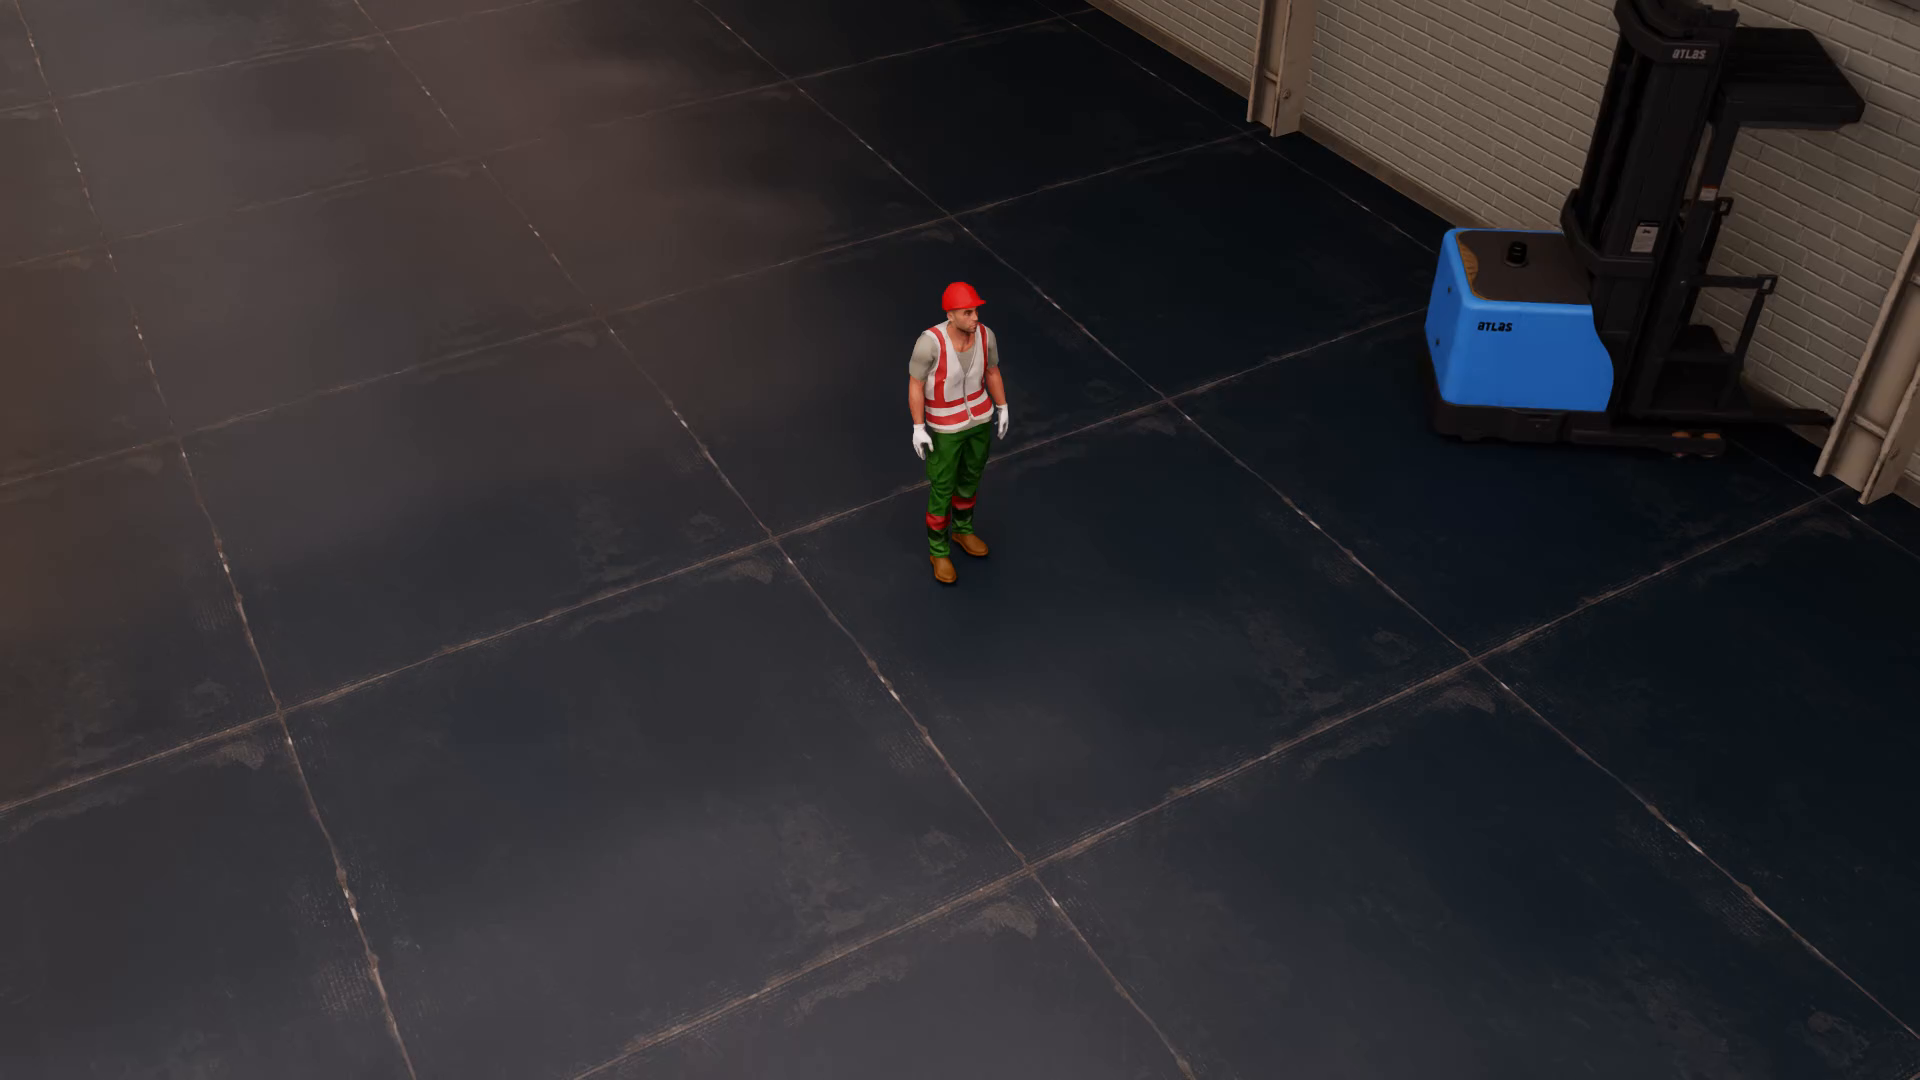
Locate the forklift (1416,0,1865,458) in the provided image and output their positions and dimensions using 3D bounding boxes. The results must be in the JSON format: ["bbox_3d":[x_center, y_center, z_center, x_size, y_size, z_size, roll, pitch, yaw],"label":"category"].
[{"bbox_3d":[4.709,-2.026,10.479,3.031,2.935,1.130,3,40,4],"label":"forklift"}]

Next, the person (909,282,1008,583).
[{"bbox_3d":[0.029,-0.646,9.698,0.637,1.787,0.564,-20,44,-23],"label":"person"}]
